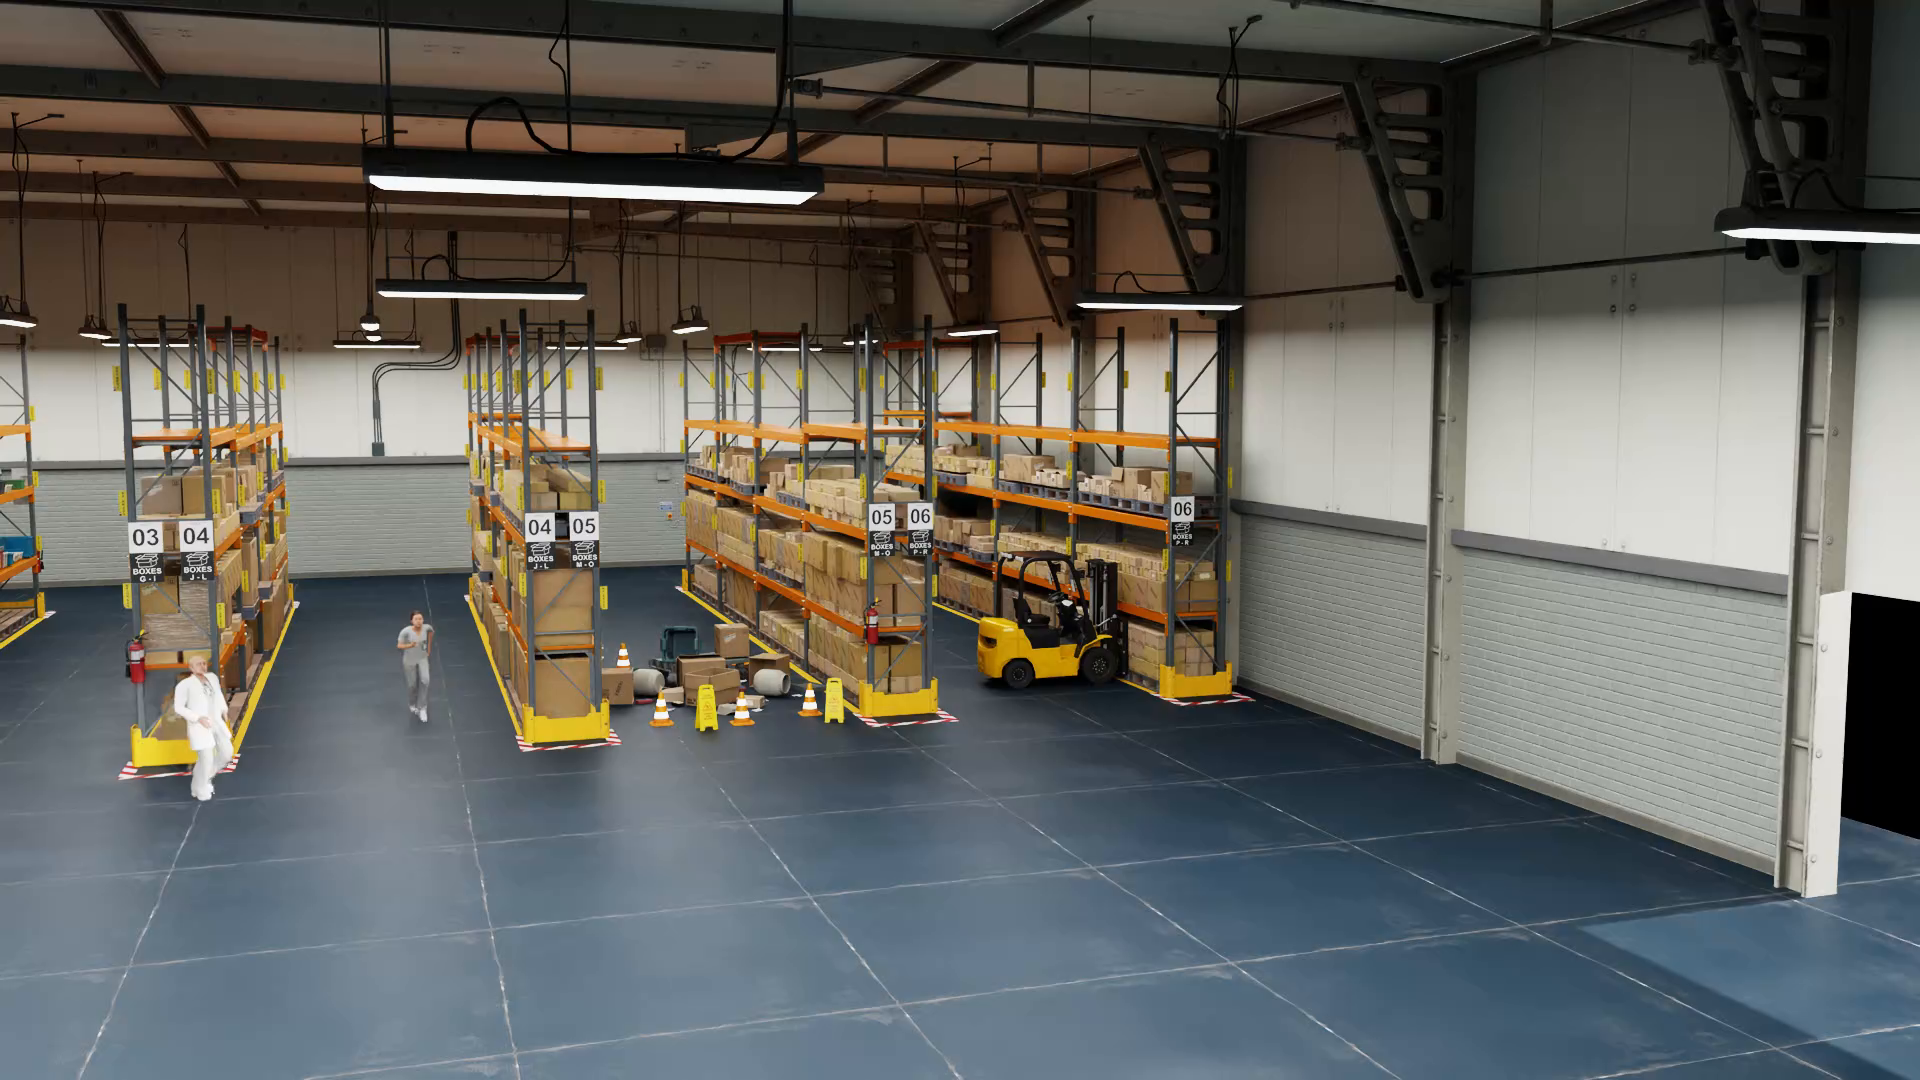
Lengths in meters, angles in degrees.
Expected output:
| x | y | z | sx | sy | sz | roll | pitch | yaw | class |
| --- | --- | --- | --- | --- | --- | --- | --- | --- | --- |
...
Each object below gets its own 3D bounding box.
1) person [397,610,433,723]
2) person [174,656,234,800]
| x | y | z | sx | sy | sz | roll | pitch | yaw | class |
| --- | --- | --- | --- | --- | --- | --- | --- | --- | --- |
| -8.096 | 1.845 | 24.725 | 0.559 | 1.654 | 0.914 | -3 | 6 | -25 | person |
| -9.051 | 2.249 | 19.974 | 0.578 | 1.735 | 0.721 | 3 | 6 | 29 | person |
